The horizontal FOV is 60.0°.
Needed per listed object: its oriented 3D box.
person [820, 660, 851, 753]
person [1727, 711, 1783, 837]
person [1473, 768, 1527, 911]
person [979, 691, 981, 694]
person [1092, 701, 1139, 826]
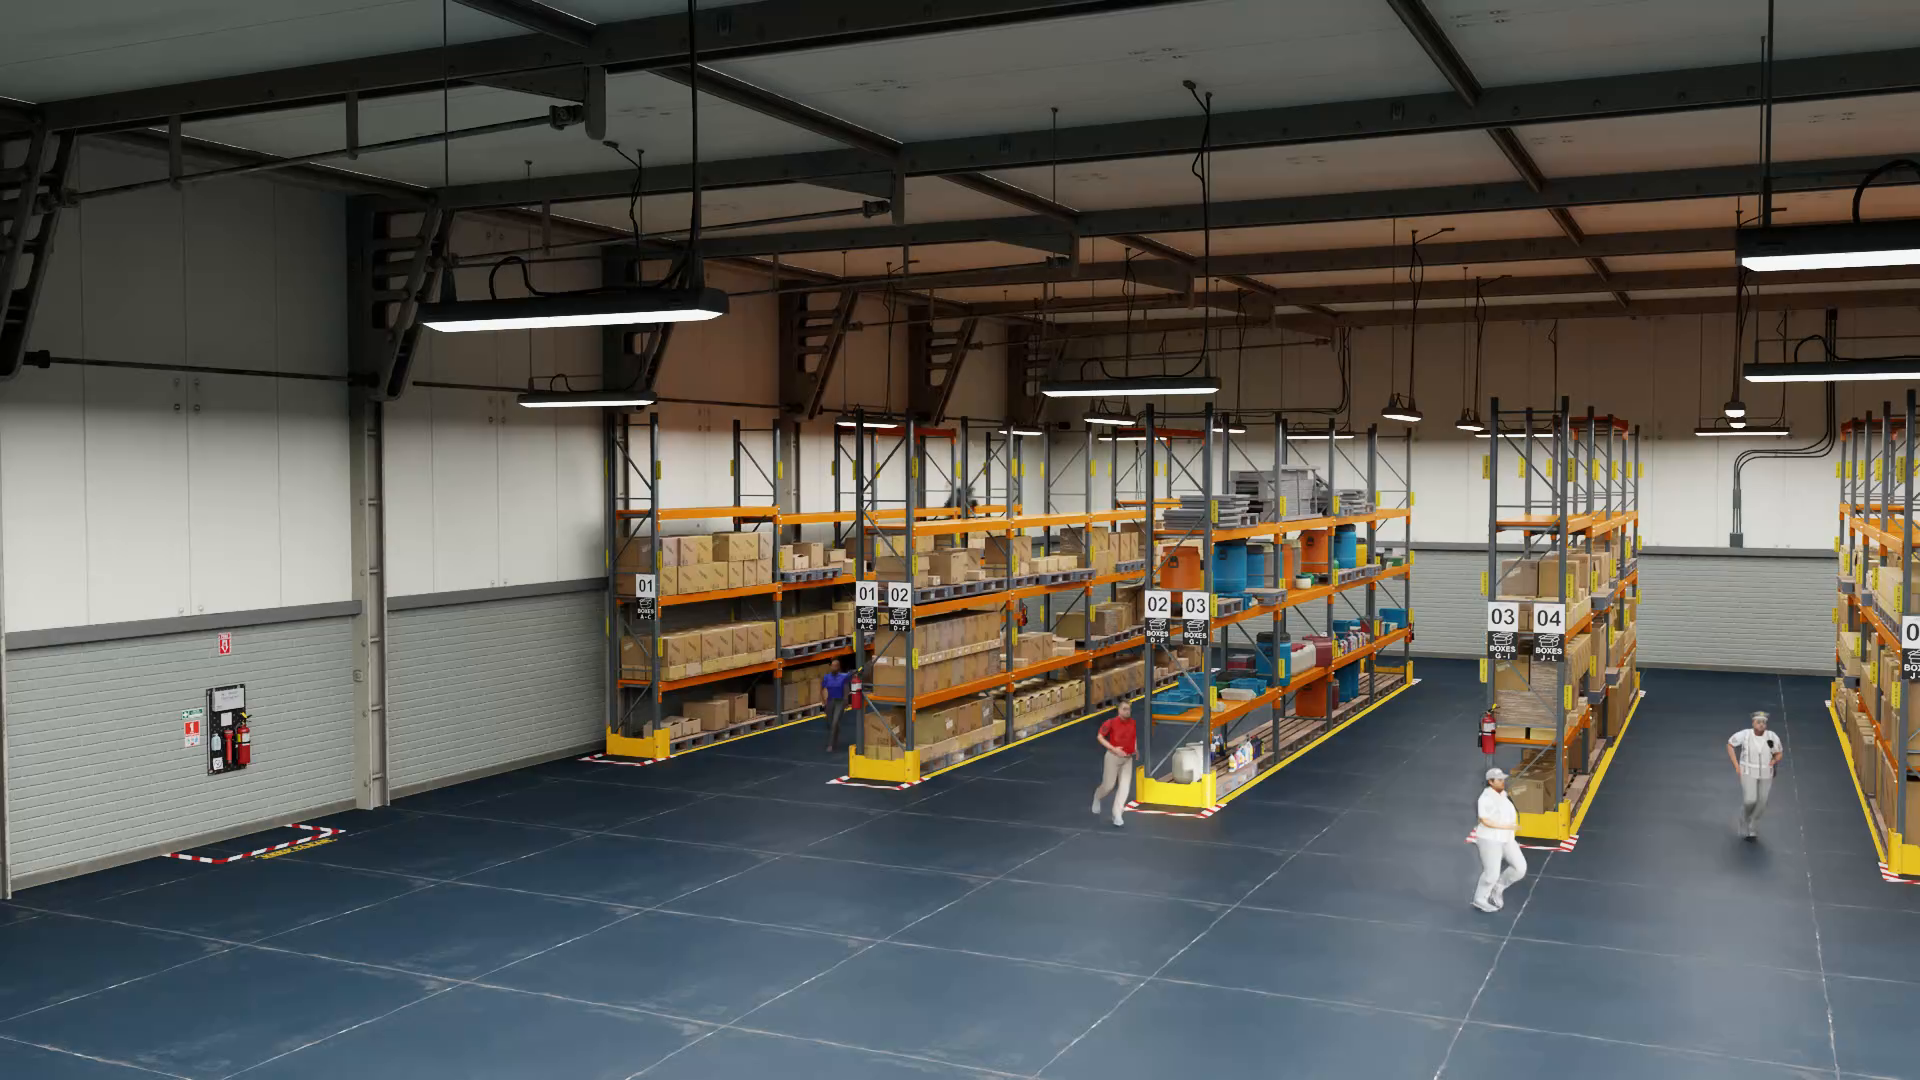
[{"bbox_3d":[-2.210,2.953,29.767,0.598,1.638,0.766,0,2,9],"label":"person"},{"bbox_3d":[10.776,3.172,22.482,0.656,1.742,0.679,0,2,10],"label":"person"},{"bbox_3d":[6.082,3.387,18.759,0.575,1.628,0.601,-2,3,-37],"label":"person"},{"bbox_3d":[0.260,2.636,35.219,0.677,1.836,0.752,1,3,24],"label":"person"},{"bbox_3d":[2.267,3.159,23.798,0.699,1.710,0.868,-1,3,-22],"label":"person"}]
